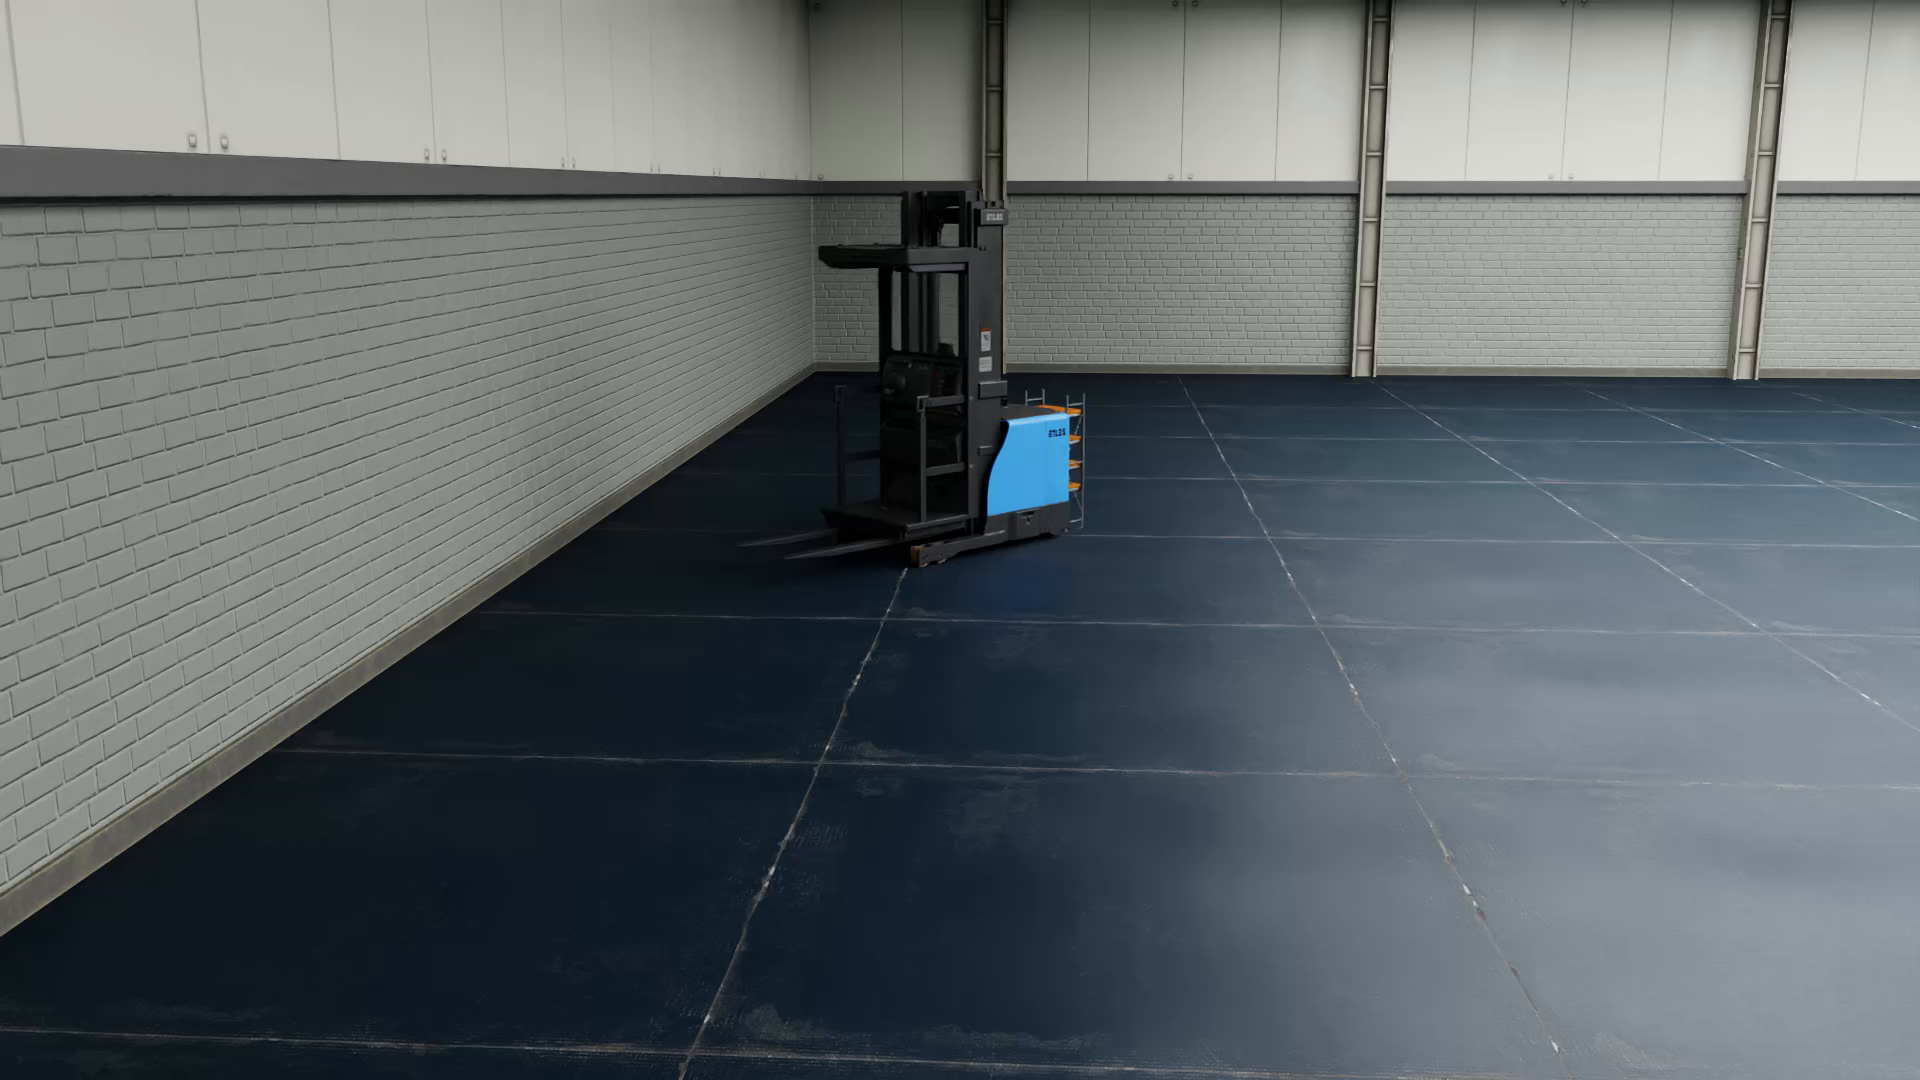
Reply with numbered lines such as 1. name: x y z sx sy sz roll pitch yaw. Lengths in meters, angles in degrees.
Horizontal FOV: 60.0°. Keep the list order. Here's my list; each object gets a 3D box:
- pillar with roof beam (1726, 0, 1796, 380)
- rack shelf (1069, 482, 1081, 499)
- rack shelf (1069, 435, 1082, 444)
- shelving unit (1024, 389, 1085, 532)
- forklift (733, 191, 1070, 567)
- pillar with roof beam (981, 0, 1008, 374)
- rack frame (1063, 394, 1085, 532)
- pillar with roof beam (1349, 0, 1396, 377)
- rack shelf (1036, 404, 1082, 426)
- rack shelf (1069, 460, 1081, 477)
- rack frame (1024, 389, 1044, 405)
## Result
1. pillar with roof beam: 12.239 -6.113 21.516 0.400 9.000 9.100 1 12 4
2. rack shelf: 0.831 -0.450 14.788 0.258 0.148 0.480 -11 16 -43
3. rack shelf: 0.831 -0.864 14.702 0.258 0.148 0.480 -11 16 -43
4. shelving unit: 0.831 -0.711 14.734 0.258 1.200 0.503 -11 16 -43
5. forklift: -0.454 -1.340 13.516 3.031 2.935 1.130 -11 16 -43
6. pillar with roof beam: 0.266 -6.278 22.301 0.400 9.000 9.100 1 12 4
7. rack frame: 1.001 -0.675 14.562 0.240 1.200 0.015 -11 16 -43
8. pillar with roof beam: 6.252 -6.196 21.908 0.400 9.000 9.100 1 12 4
9. rack shelf: 0.831 -1.095 14.654 0.258 0.148 0.480 -11 16 -43
10. rack shelf: 0.831 -0.645 14.748 0.258 0.148 0.480 -11 16 -43
11. rack frame: 0.662 -0.746 14.906 0.240 1.200 0.015 -11 16 -43
